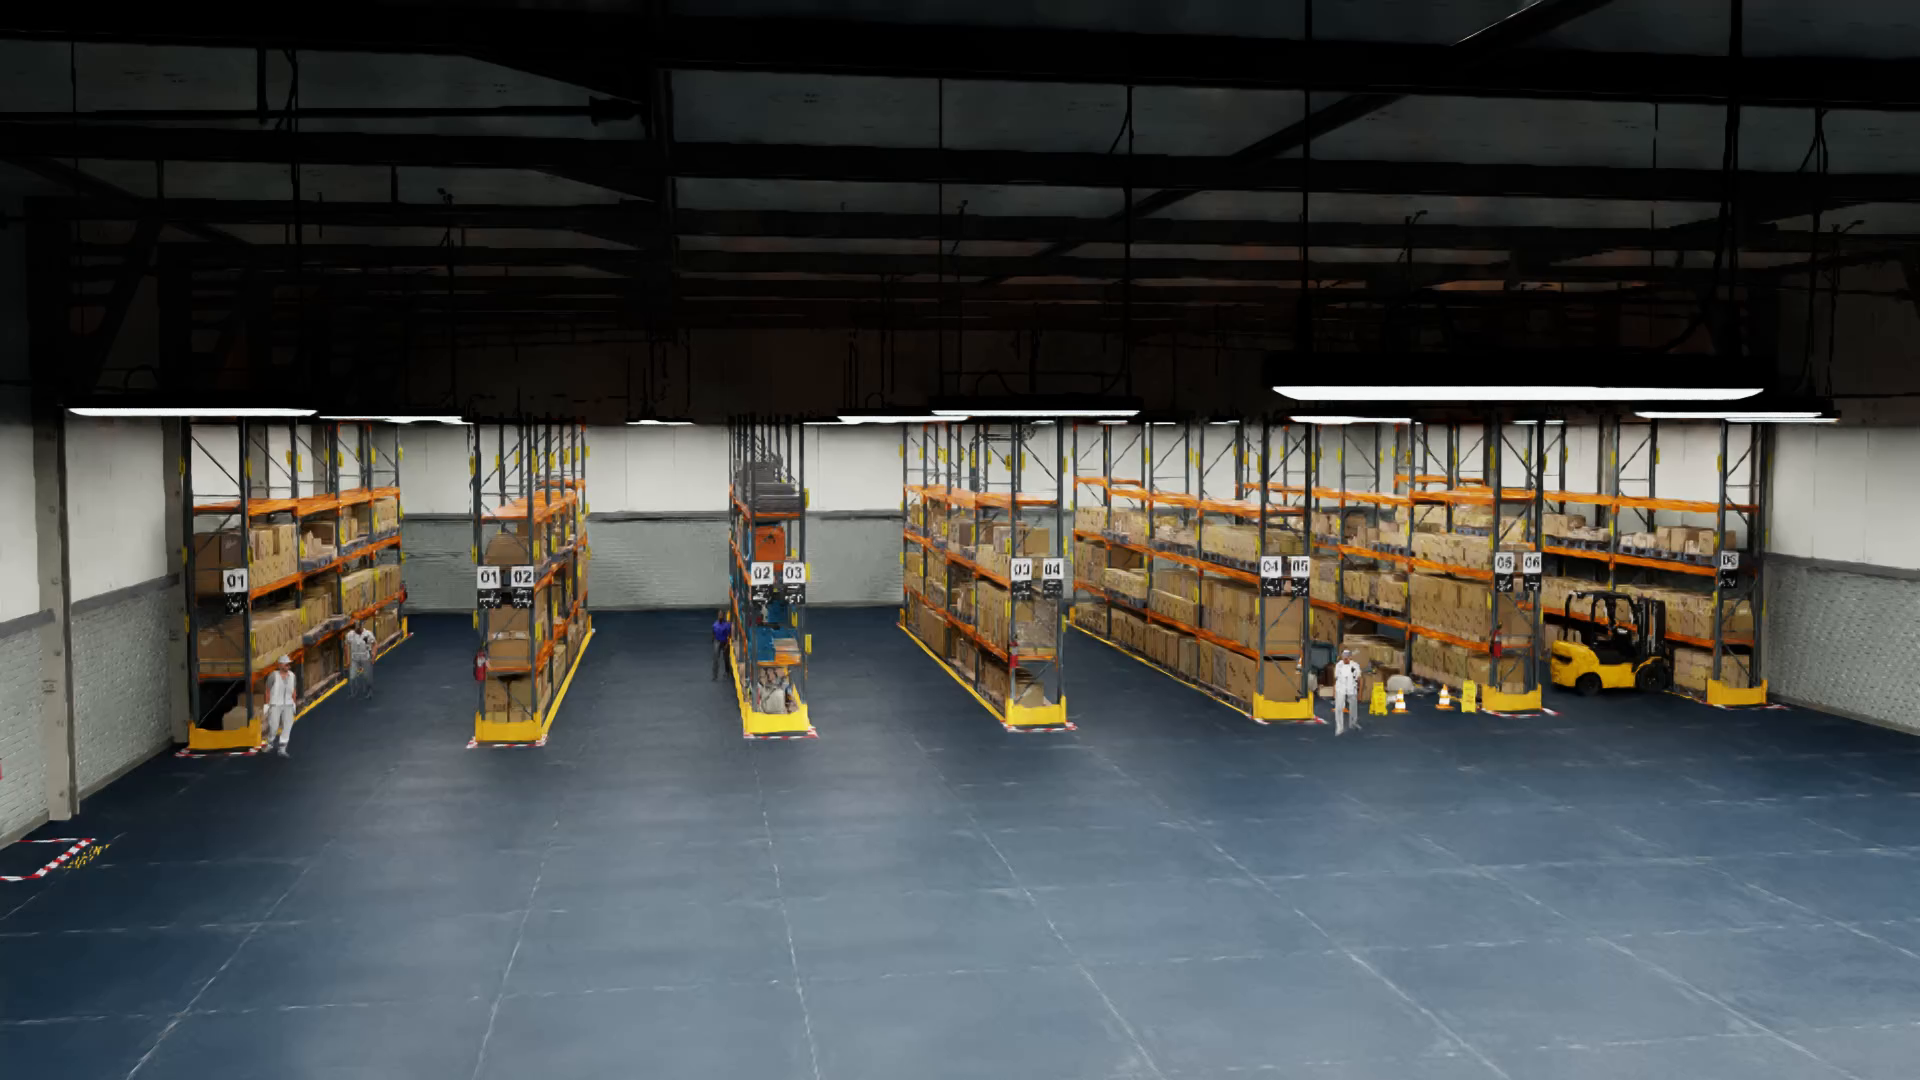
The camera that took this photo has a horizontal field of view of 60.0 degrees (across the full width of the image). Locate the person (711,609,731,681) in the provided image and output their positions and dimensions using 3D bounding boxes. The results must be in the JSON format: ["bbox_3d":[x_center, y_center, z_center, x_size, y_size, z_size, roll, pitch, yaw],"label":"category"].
[{"bbox_3d":[-5.380,2.358,37.607,0.443,1.587,1.000,0,4,0],"label":"person"}]

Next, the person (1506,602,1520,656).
[{"bbox_3d":[12.897,2.225,39.022,0.545,1.664,0.574,1,4,20],"label":"person"}]

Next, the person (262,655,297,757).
[{"bbox_3d":[-11.826,2.874,28.881,0.586,1.778,0.574,-4,5,-44],"label":"person"}]

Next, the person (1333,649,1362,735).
[{"bbox_3d":[7.237,2.810,31.022,0.534,1.598,0.939,1,4,12],"label":"person"}]

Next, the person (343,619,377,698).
[{"bbox_3d":[-12.634,2.488,35.047,0.682,1.715,0.542,-1,4,-12],"label":"person"}]
